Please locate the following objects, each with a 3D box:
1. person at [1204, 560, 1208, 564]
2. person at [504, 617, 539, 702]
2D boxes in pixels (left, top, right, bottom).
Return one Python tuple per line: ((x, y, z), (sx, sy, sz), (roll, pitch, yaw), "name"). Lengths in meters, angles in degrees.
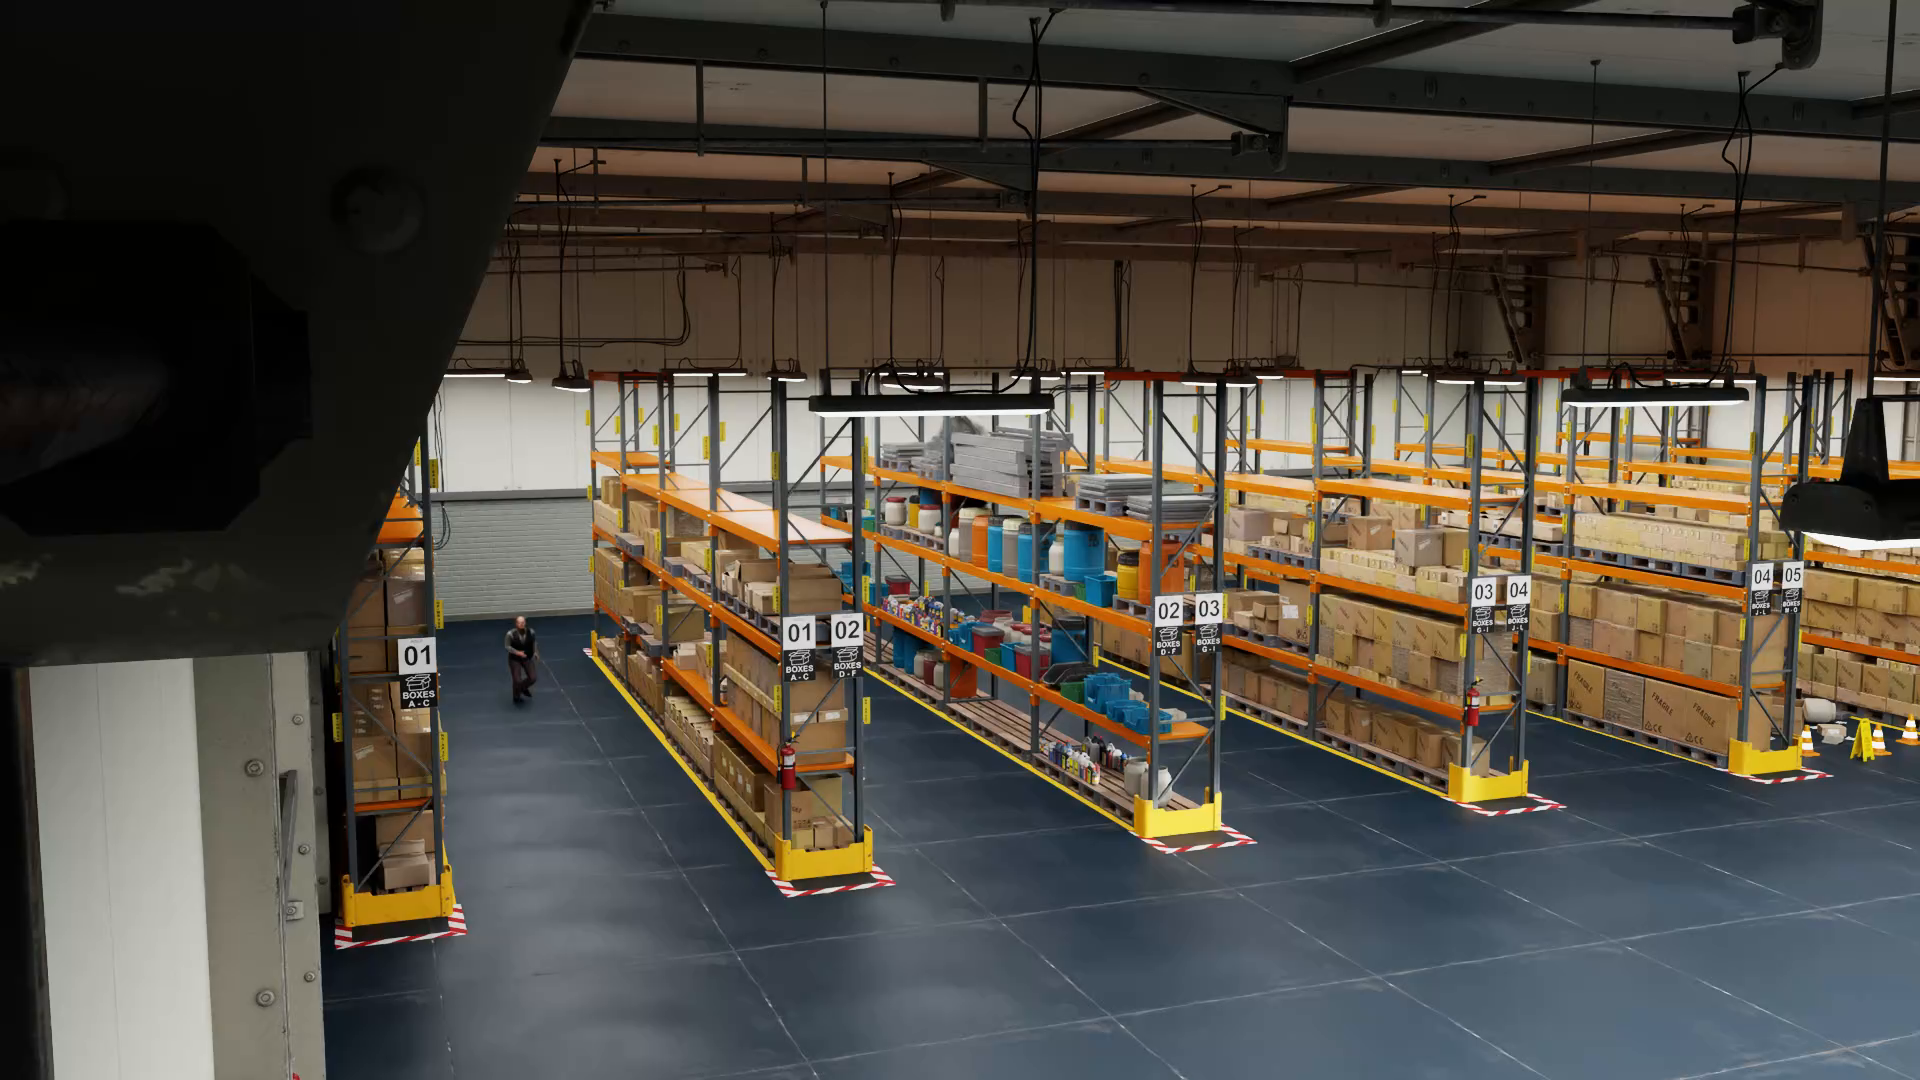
((5.595, 1.247, 38.507), (0.598, 1.595, 0.540), (-2, 7, -17), "person")
((-7.956, 2.169, 30.183), (0.649, 1.612, 0.749), (-4, 8, -33), "person")
